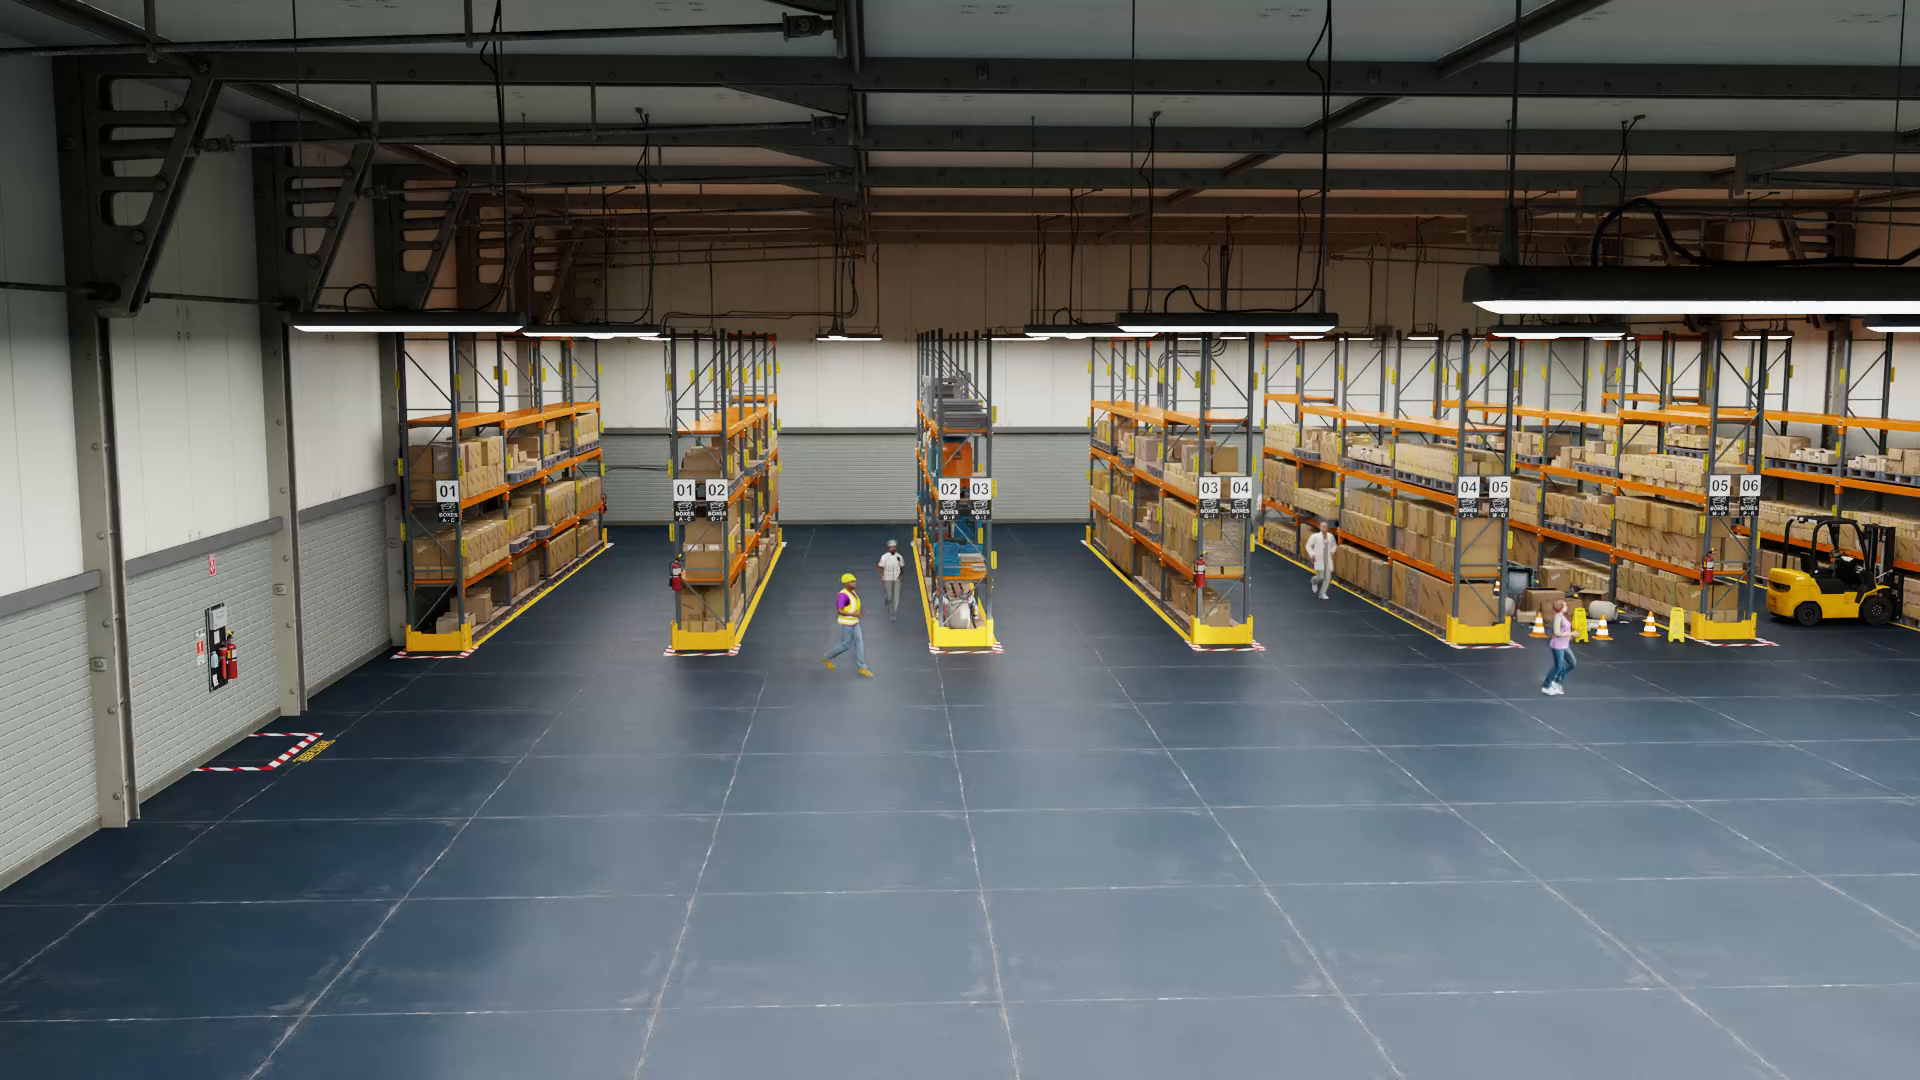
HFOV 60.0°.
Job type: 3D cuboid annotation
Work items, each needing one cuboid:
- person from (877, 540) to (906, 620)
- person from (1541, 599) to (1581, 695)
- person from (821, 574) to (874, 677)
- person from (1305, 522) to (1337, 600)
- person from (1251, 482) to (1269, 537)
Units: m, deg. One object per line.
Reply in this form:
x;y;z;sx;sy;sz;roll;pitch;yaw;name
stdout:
-1.390;0.824;34.286;0.574;1.657;0.562;-1;7;-12;person
9.798;1.762;27.057;0.608;1.566;0.516;5;8;35;person
-1.941;1.463;28.719;0.952;1.784;0.715;2;7;20;person
8.150;0.477;37.416;0.726;1.692;0.702;-1;7;-11;person
8.924;-0.923;49.192;0.797;1.711;0.723;2;7;18;person
